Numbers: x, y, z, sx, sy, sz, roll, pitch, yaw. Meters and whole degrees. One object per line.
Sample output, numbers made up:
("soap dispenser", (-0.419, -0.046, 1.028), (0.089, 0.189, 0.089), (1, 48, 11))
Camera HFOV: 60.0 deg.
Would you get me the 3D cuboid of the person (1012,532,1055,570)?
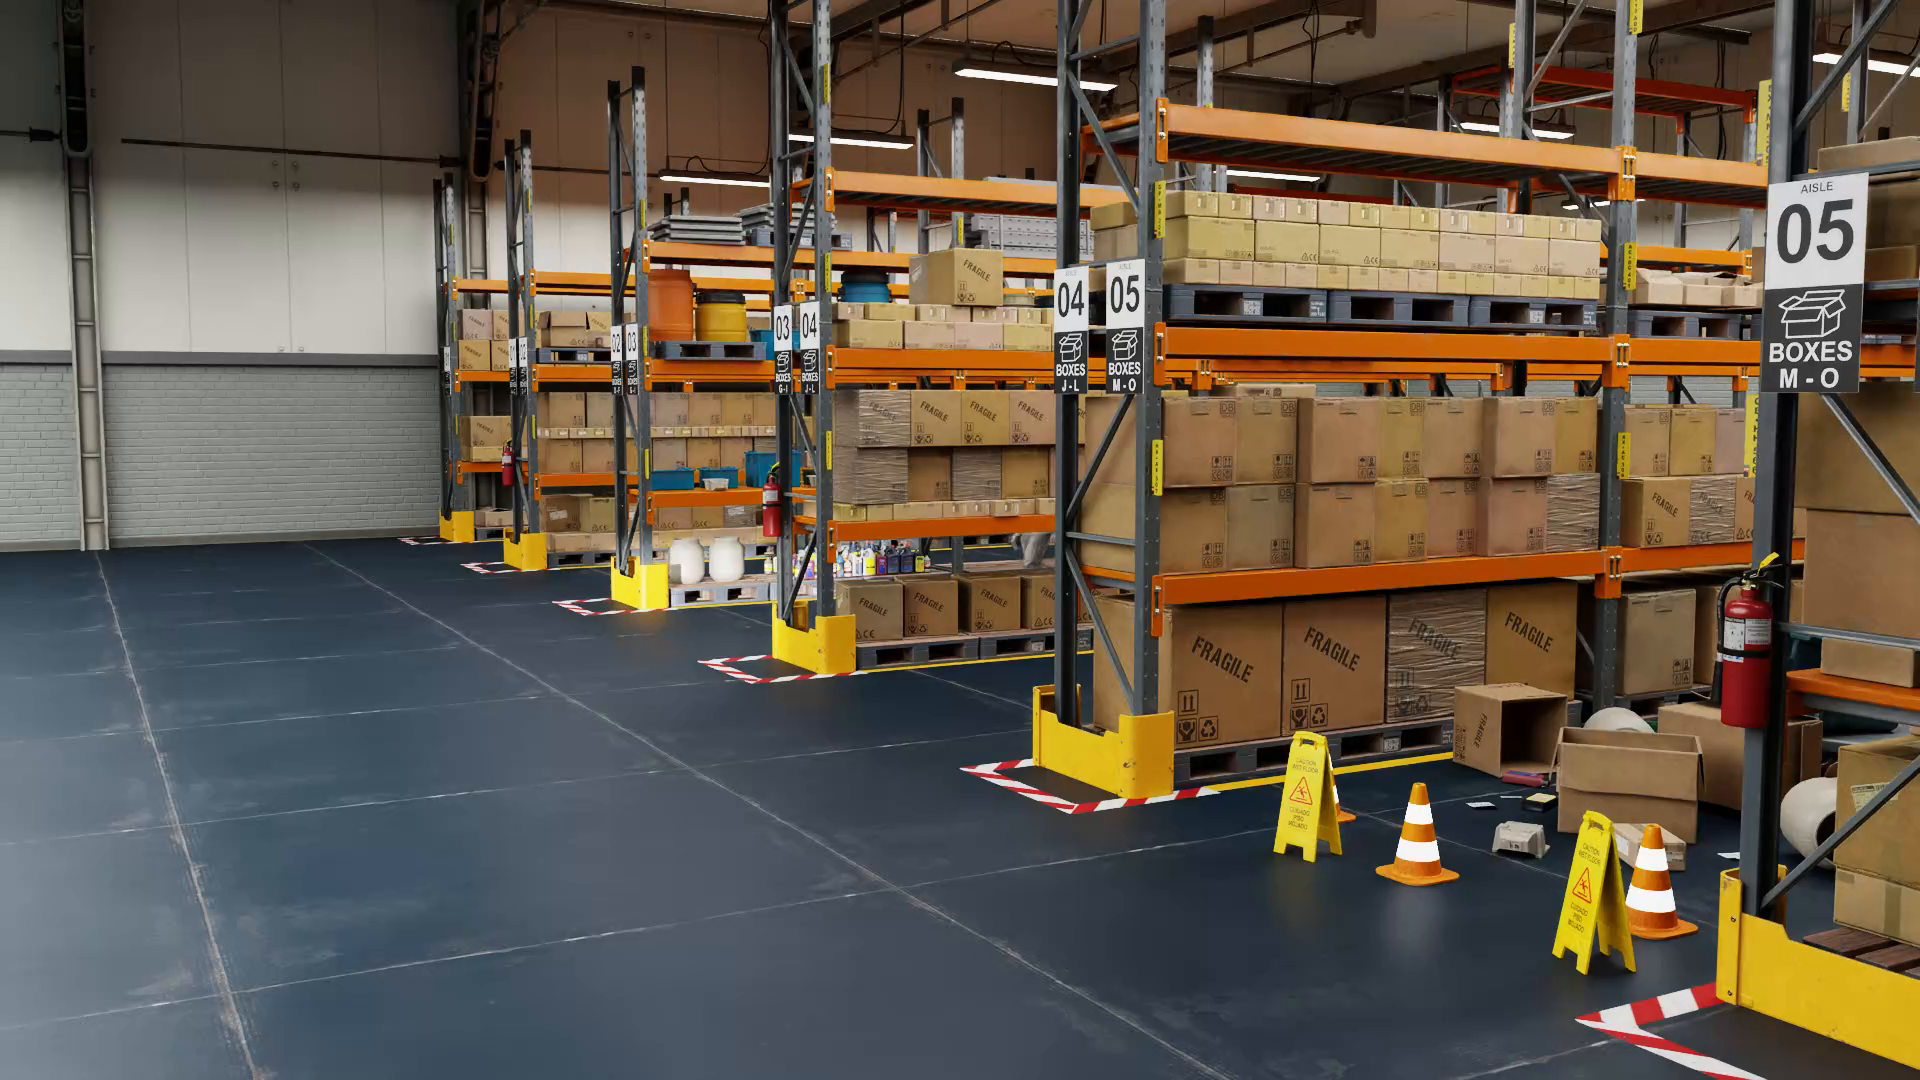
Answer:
("person", (0.812, -0.049, 17.964), (0.526, 1.792, 0.594), (-4, 6, -37))
